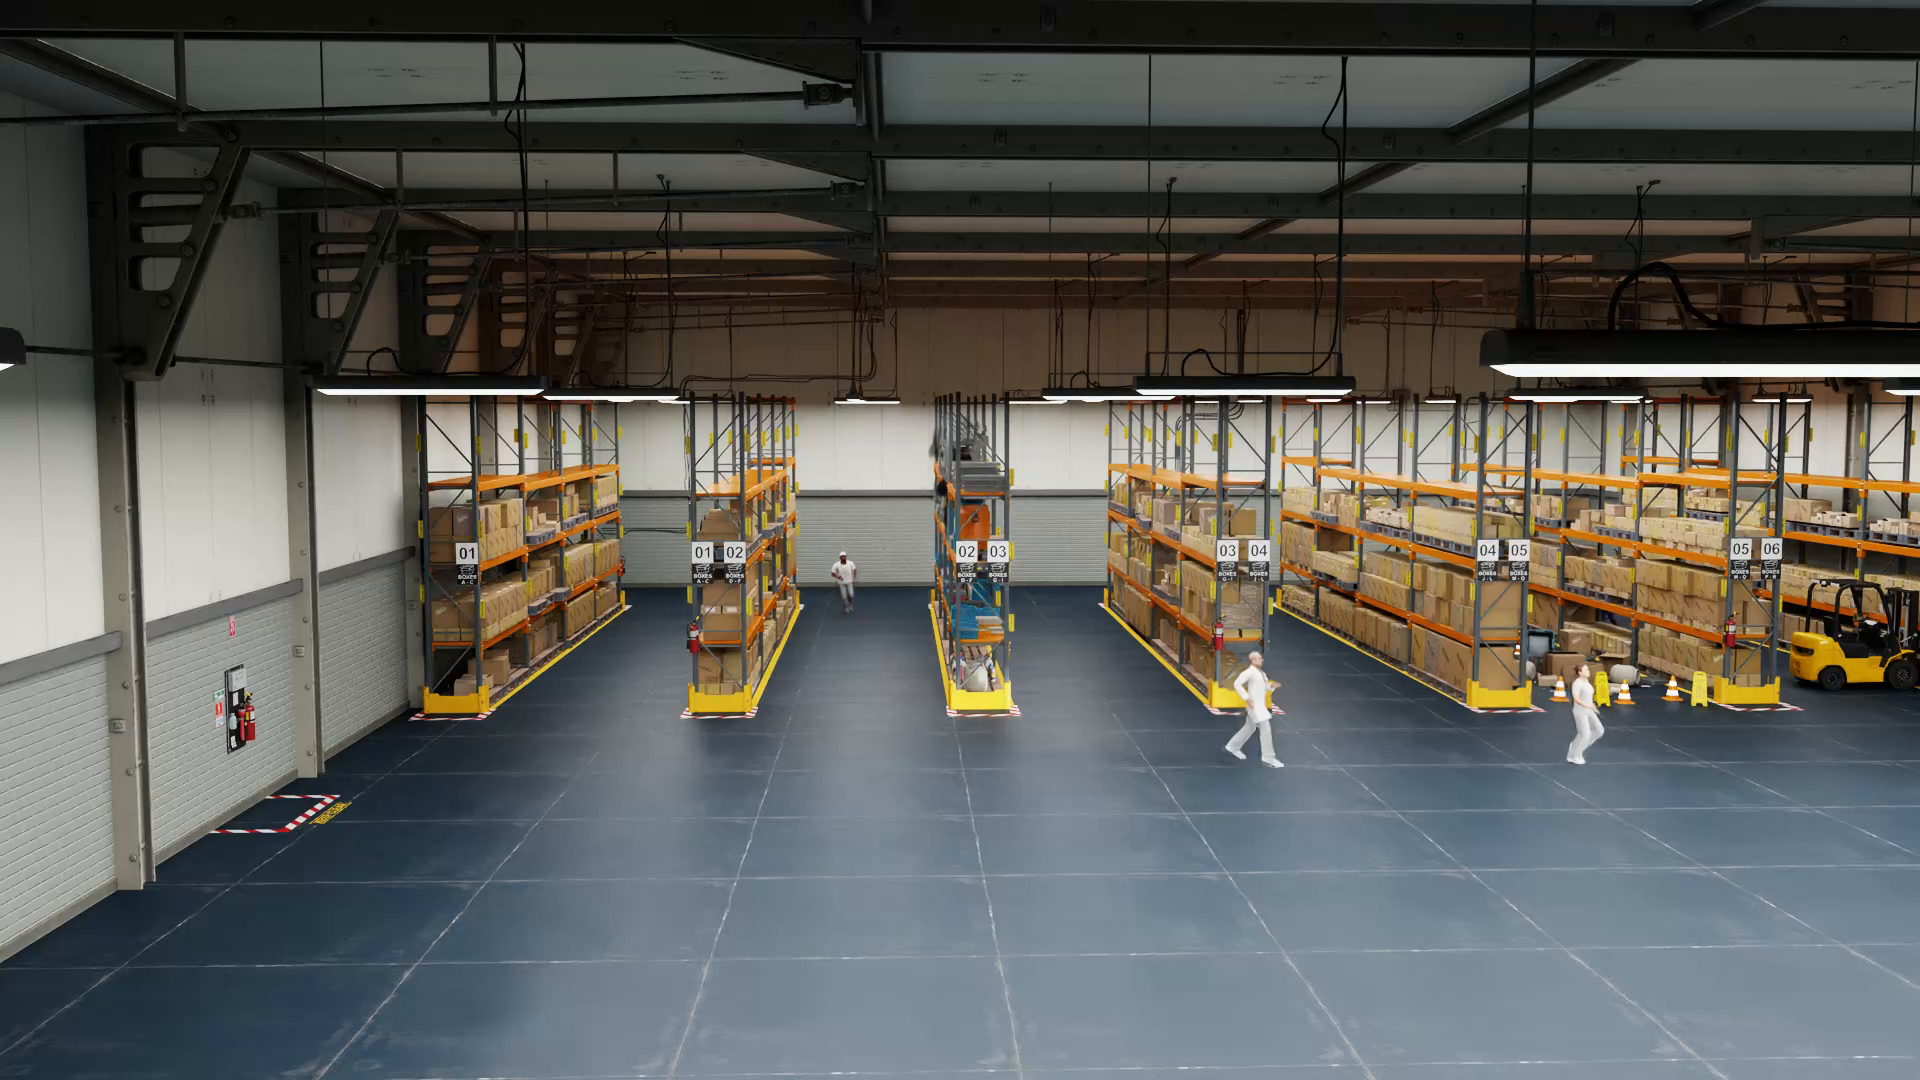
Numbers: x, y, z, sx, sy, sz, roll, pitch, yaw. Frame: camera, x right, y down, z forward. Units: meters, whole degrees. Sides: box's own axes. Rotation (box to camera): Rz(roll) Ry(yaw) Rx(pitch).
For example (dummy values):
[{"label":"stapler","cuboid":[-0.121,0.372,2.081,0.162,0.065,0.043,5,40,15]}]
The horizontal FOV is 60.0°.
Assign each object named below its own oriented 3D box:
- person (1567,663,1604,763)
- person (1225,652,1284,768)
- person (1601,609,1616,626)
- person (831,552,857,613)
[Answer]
[{"label":"person","cuboid":[10.021,2.774,26.662,0.537,1.628,0.578,4,6,41]},{"label":"person","cuboid":[4.714,2.686,26.572,0.987,1.810,0.686,2,5,21]},{"label":"person","cuboid":[16.513,1.516,42.484,0.597,1.601,0.530,0,5,-6]},{"label":"person","cuboid":[-3.183,1.177,45.923,0.733,1.718,0.520,-1,5,-14]}]
